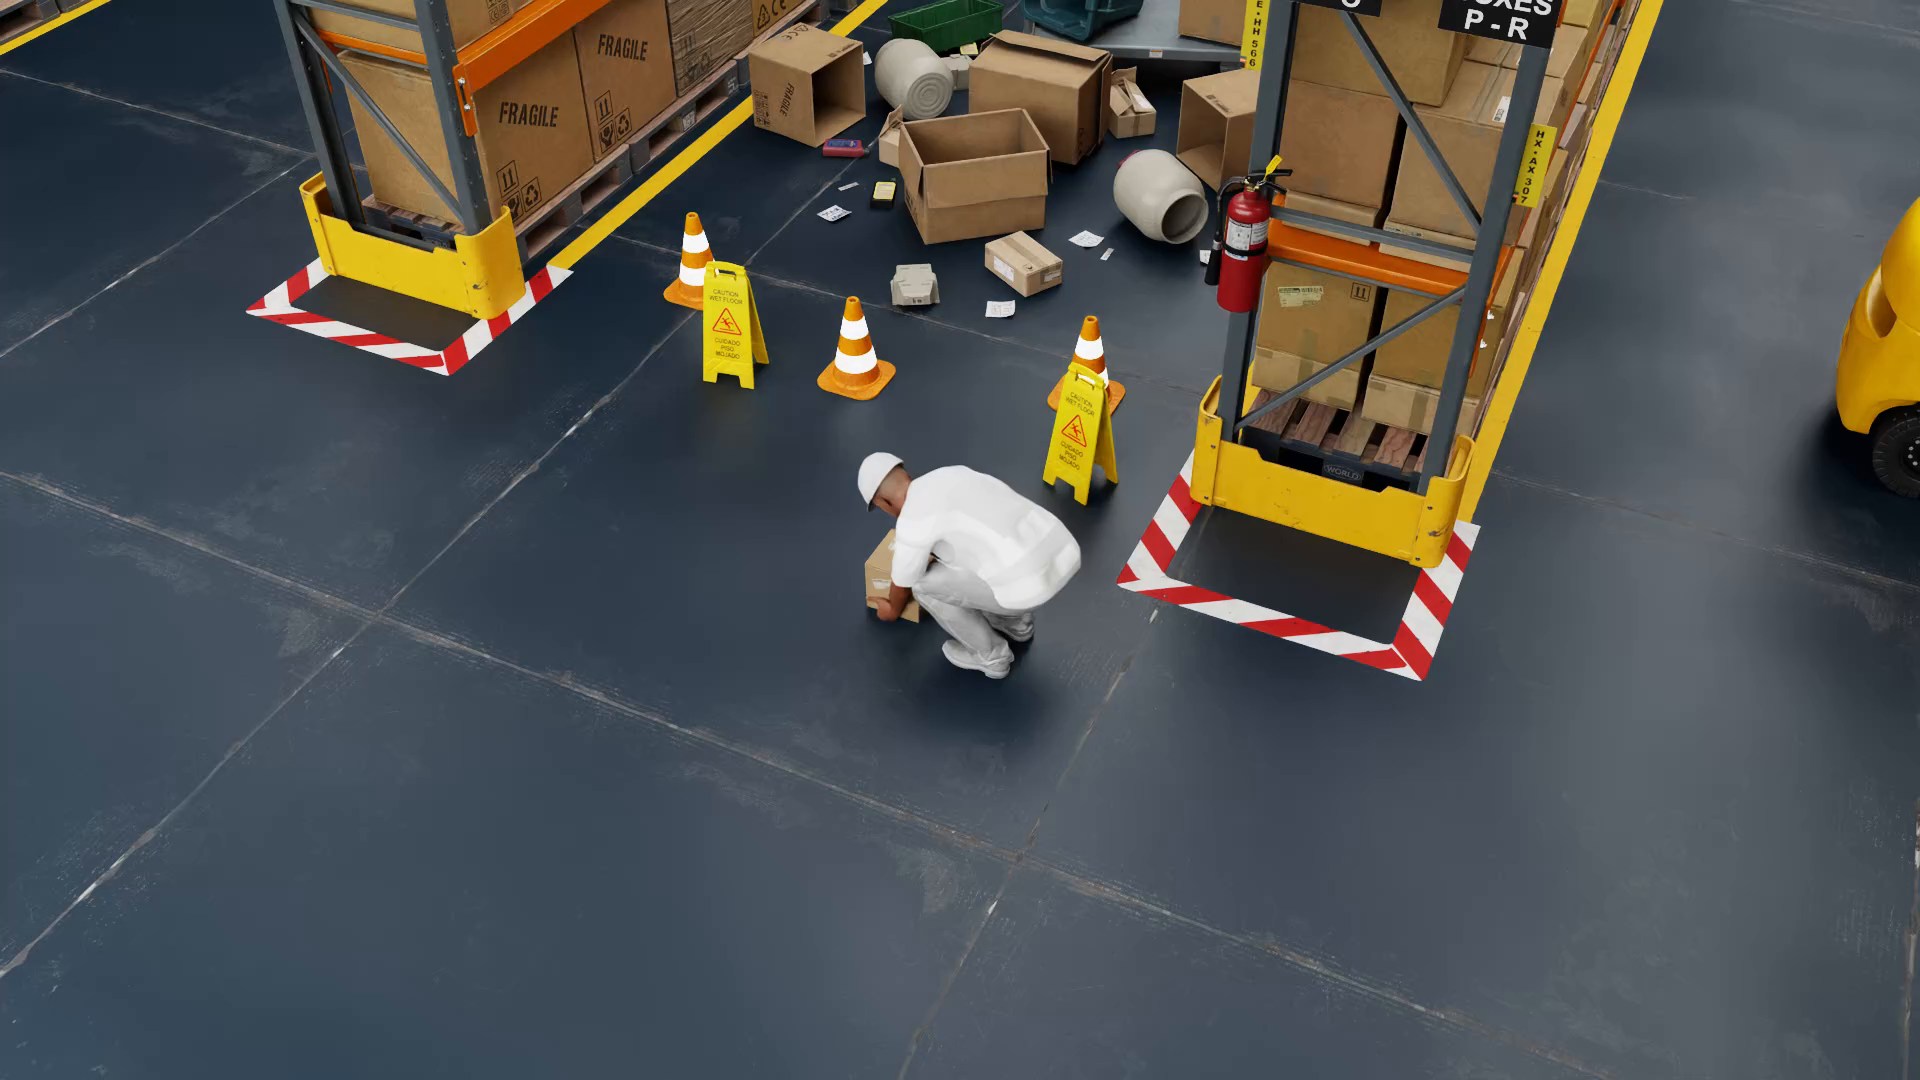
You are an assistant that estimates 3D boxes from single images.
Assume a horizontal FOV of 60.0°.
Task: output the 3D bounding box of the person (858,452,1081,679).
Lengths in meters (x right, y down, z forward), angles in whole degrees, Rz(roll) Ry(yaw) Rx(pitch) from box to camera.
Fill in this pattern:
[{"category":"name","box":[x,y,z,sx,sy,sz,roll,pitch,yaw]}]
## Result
[{"category":"person","box":[0.001,0.100,6.781,0.964,0.804,0.524,25,48,26]}]
